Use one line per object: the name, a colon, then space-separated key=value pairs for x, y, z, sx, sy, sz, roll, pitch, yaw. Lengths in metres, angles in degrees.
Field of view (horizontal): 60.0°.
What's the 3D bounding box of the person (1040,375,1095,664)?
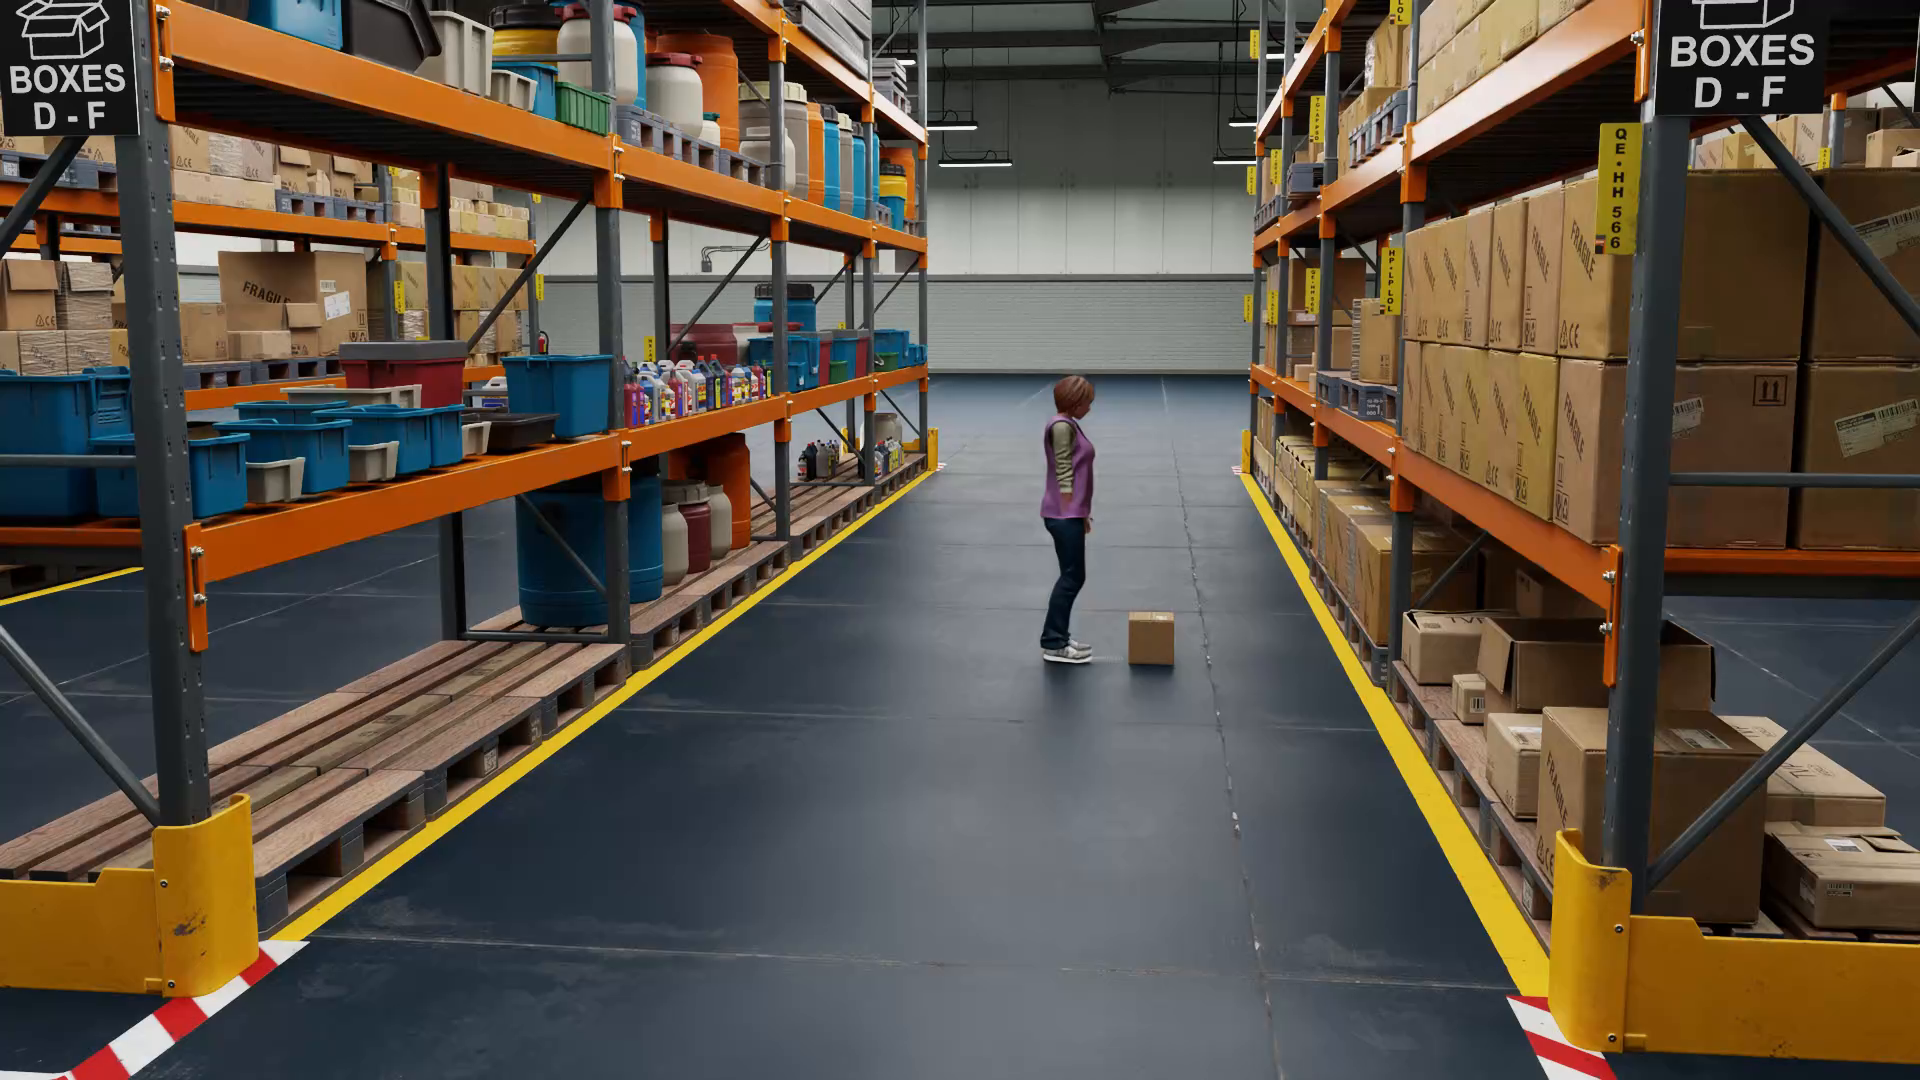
person: x=0.599 y=-0.115 z=9.278 sx=0.306 sy=1.576 sz=0.409 roll=1 pitch=8 yaw=7
